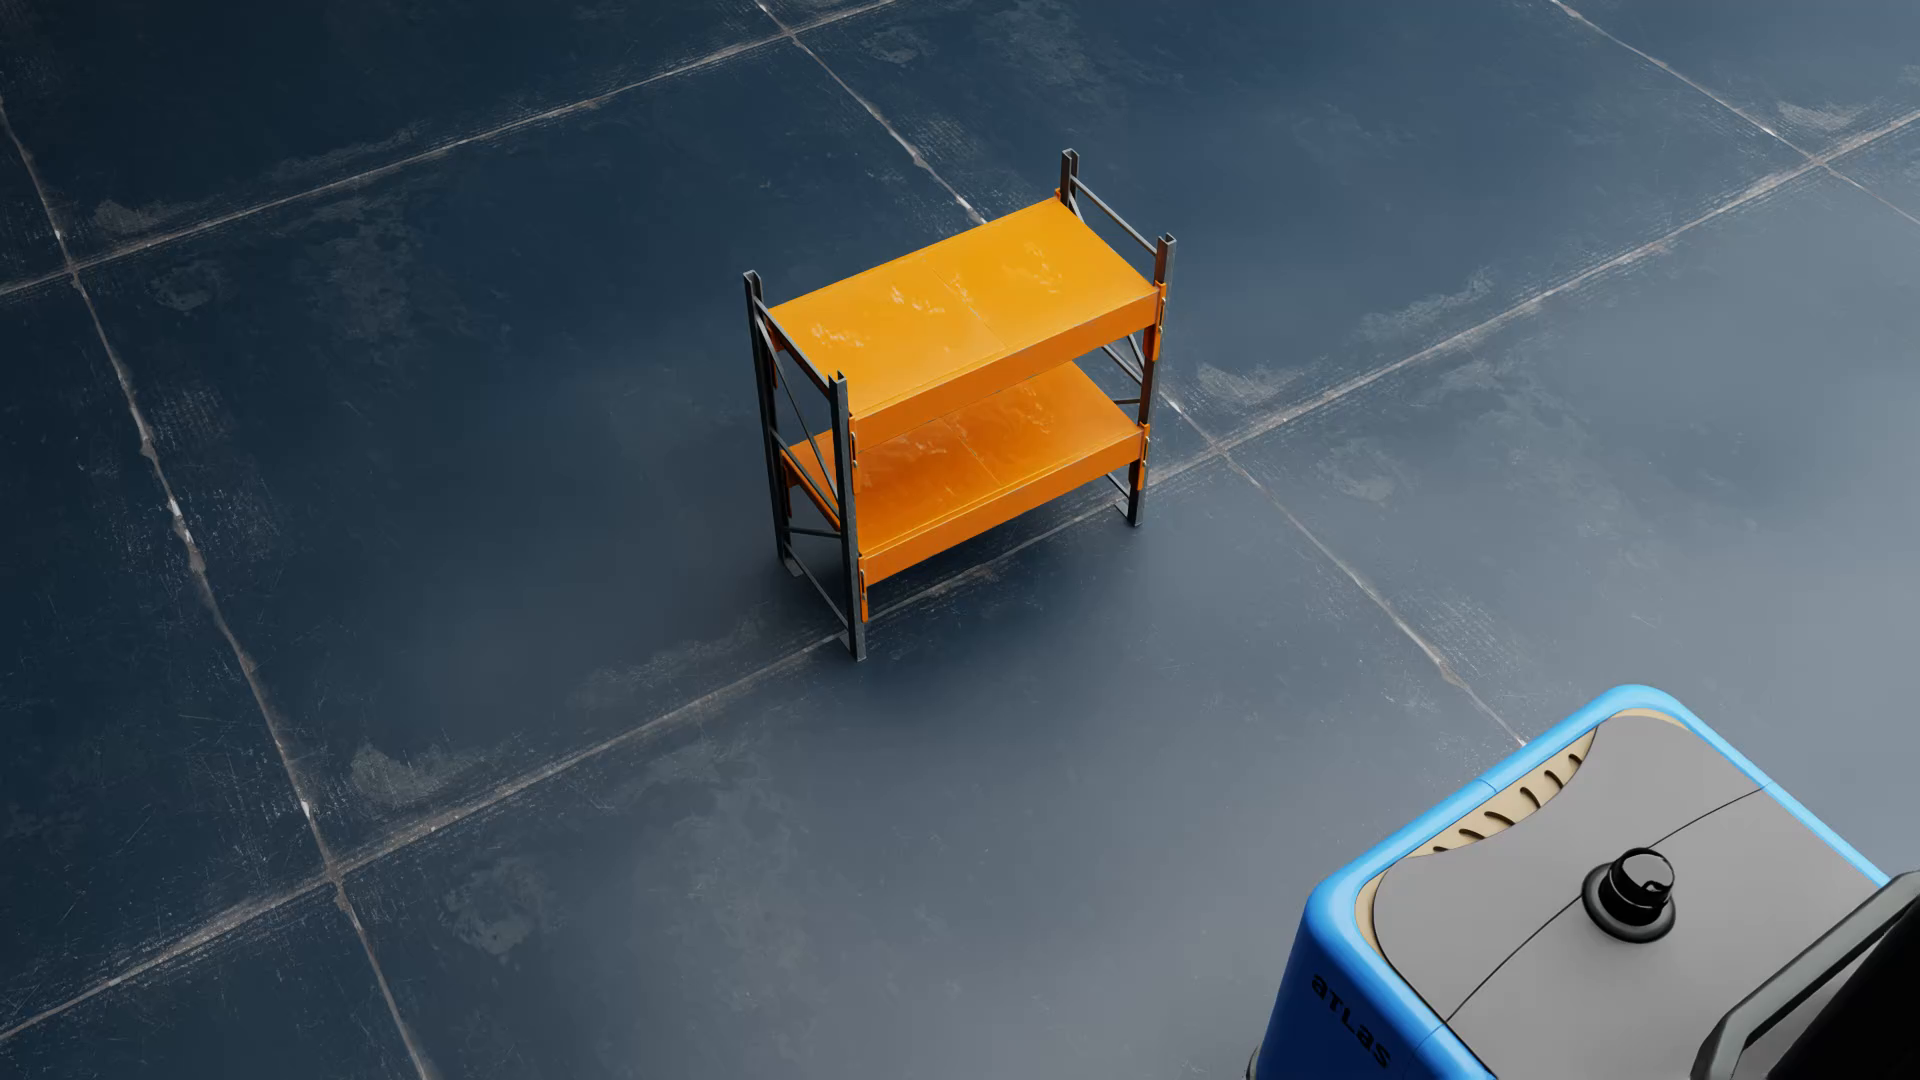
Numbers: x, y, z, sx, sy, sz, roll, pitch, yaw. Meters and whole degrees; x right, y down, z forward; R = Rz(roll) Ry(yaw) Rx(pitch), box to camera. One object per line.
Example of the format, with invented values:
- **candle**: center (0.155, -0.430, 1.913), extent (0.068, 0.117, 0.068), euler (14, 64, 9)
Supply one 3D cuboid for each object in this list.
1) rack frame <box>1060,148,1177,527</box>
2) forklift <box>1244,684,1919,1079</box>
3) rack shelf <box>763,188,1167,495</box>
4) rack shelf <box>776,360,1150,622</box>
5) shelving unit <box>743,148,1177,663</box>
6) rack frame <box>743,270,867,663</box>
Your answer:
- **rack frame**: center (0.436, -0.579, 5.013), extent (0.032, 1.125, 0.500), euler (-25, 53, -21)
- **forklift**: center (1.897, 1.138, 2.274), extent (1.130, 2.935, 3.031), euler (-27, 54, -22)
- **rack shelf**: center (0.006, -0.571, 4.614), extent (1.000, 0.278, 0.538), euler (-25, 53, -21)
- **rack shelf**: center (0.006, -0.214, 5.015), extent (1.000, 0.278, 0.538), euler (-25, 53, -21)
- **shelving unit**: center (0.006, -0.377, 4.832), extent (1.048, 1.125, 0.538), euler (-25, 53, -21)
- **rack frame**: center (-0.424, -0.174, 4.652), extent (0.032, 1.125, 0.500), euler (-25, 53, -21)
